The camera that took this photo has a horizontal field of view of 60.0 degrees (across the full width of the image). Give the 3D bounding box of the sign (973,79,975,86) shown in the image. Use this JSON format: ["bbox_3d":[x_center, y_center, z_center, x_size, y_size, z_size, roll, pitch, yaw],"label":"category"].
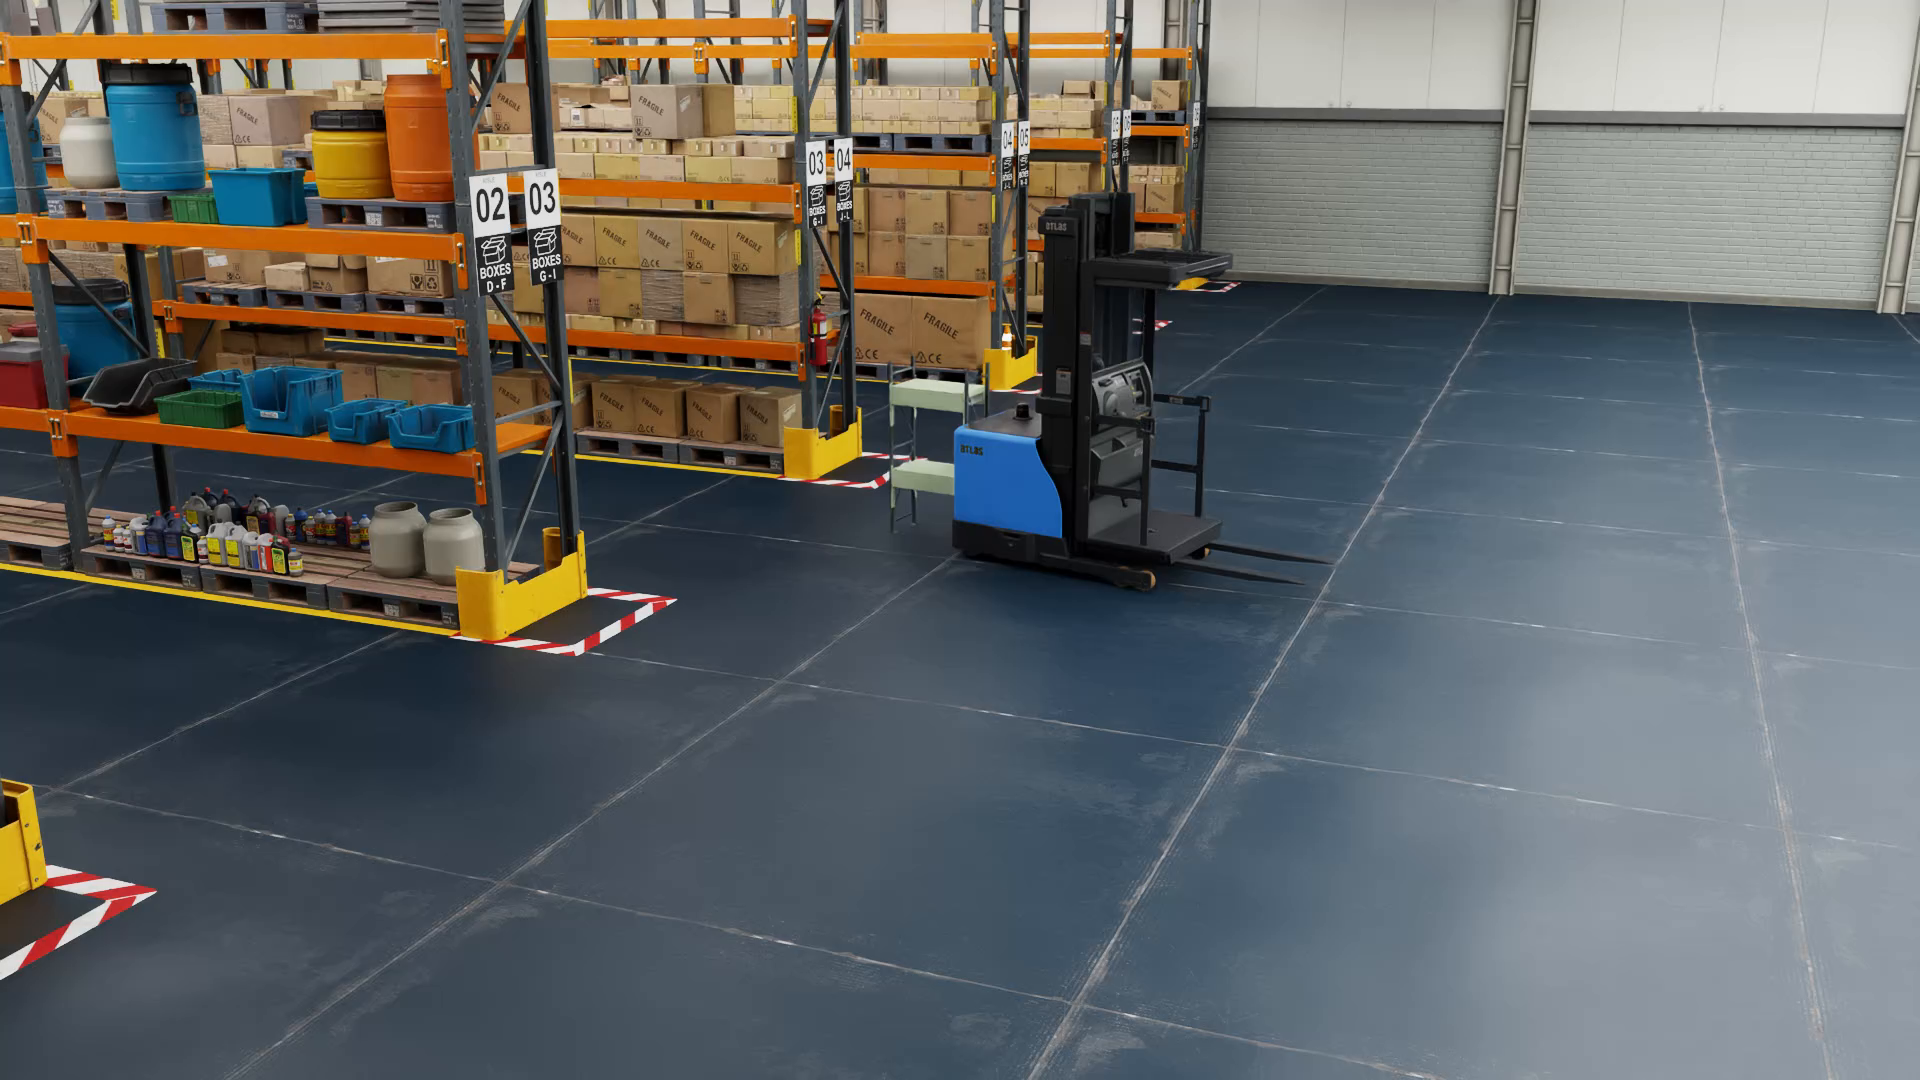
[{"bbox_3d":[0.246,-8.147,29.984,0.005,0.325,0.100,6,17,21],"label":"sign"}]

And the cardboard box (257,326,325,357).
[{"bbox_3d":[-7.608,-2.258,18.922,0.500,0.250,0.500,8,18,27],"label":"cardboard box"}]

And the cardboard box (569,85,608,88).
[{"bbox_3d":[-6.094,-7.312,27.668,0.500,0.500,0.700,5,17,18],"label":"cardboard box"}]

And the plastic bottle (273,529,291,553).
[{"bbox_3d":[-5.170,0.062,12.664,0.133,0.283,0.061,6,17,21],"label":"plastic bottle"}]

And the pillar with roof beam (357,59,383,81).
[{"bbox_3d":[-14.484,-9.950,32.308,0.400,9.000,9.100,6,17,21],"label":"pillar with roof beam"}]

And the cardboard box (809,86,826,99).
[{"bbox_3d":[-1.706,-5.564,20.667,0.250,0.149,0.380,6,17,21],"label":"cardboard box"}]

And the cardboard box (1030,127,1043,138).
[{"bbox_3d":[1.215,-6.132,24.985,0.250,0.149,0.380,6,17,21],"label":"cardboard box"}]

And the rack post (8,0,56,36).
[{"bbox_3d":[-8.699,-4.462,13.045,3.121,1.000,1.013,6,17,21],"label":"rack post"}]

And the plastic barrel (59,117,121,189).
[{"bbox_3d":[-6.507,-2.907,12.473,0.421,0.512,0.421,0,16,0],"label":"plastic barrel"}]

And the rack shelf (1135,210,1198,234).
[{"bbox_3d":[2.296,-5.899,30.402,4.000,0.370,1.077,6,17,21],"label":"rack shelf"}]

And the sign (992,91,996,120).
[{"bbox_3d":[0.405,-5.146,19.693,0.005,0.325,0.100,6,17,21],"label":"sign"}]

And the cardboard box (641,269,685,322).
[{"bbox_3d":[-2.757,-2.518,16.754,0.500,0.500,0.875,6,17,21],"label":"cardboard box"}]

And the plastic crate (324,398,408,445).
[{"bbox_3d":[-4.292,-0.867,12.047,0.408,0.251,0.499,6,17,21],"label":"plastic crate"}]

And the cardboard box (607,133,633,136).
[{"bbox_3d":[-3.382,-4.059,16.948,0.250,0.149,0.380,7,18,23],"label":"cardboard box"}]

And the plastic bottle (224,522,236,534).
[{"bbox_3d":[-5.635,0.003,12.880,0.135,0.276,0.152,6,17,21],"label":"plastic bottle"}]

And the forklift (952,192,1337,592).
[{"bbox_3d":[1.454,-1.177,12.970,3.031,2.935,1.130,10,19,31],"label":"forklift"}]

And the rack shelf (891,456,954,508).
[{"bbox_3d":[-0.176,-0.456,14.224,0.720,0.370,0.431,9,18,28],"label":"rack shelf"}]

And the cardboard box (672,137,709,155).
[{"bbox_3d":[-2.590,-3.823,16.135,0.250,0.149,0.380,6,17,21],"label":"cardboard box"}]

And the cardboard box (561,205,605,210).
[{"bbox_3d":[-4.033,-3.236,17.435,0.500,0.500,0.500,6,17,21],"label":"cardboard box"}]

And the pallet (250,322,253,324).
[{"bbox_3d":[-11.184,-3.405,25.525,1.213,0.211,1.003,6,17,21],"label":"pallet"}]

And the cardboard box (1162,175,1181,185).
[{"bbox_3d":[3.731,-6.362,29.364,0.250,0.149,0.380,7,17,21],"label":"cardboard box"}]

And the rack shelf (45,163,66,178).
[{"bbox_3d":[-10.600,-4.299,19.513,4.000,0.370,1.077,6,17,21],"label":"rack shelf"}]

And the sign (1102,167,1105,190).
[{"bbox_3d":[2.117,-5.318,24.467,0.005,0.325,0.100,6,17,21],"label":"sign"}]

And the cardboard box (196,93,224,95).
[{"bbox_3d":[-10.938,-6.446,24.275,0.250,0.149,0.380,5,17,18],"label":"cardboard box"}]

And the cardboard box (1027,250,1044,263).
[{"bbox_3d":[1.132,-4.339,25.409,0.250,0.149,0.380,7,18,22],"label":"cardboard box"}]

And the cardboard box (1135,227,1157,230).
[{"bbox_3d":[3.313,-5.549,30.293,0.500,0.250,0.500,6,17,21],"label":"cardboard box"}]

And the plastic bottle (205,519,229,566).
[{"bbox_3d":[-5.666,0.008,12.729,0.185,0.351,0.144,6,17,20],"label":"plastic bottle"}]

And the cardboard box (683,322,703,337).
[{"bbox_3d":[-2.566,-2.140,16.616,0.250,0.149,0.380,6,17,21],"label":"cardboard box"}]

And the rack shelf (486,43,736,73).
[{"bbox_3d":[-4.965,-6.415,22.137,4.000,0.370,1.077,6,17,21],"label":"rack shelf"}]

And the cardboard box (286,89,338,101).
[{"bbox_3d":[-9.157,-6.185,23.779,0.637,0.503,0.797,6,17,20],"label":"cardboard box"}]

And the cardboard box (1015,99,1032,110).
[{"bbox_3d":[1.004,-6.536,24.949,0.250,0.149,0.380,6,17,21],"label":"cardboard box"}]

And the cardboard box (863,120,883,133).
[{"bbox_3d":[-0.999,-5.103,20.510,0.250,0.149,0.380,6,17,21],"label":"cardboard box"}]

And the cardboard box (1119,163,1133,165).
[{"bbox_3d":[2.962,-6.740,30.134,0.250,0.149,0.380,7,18,22],"label":"cardboard box"}]

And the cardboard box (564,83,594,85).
[{"bbox_3d":[-7.564,-9.008,33.279,0.500,0.250,0.500,6,17,21],"label":"cardboard box"}]

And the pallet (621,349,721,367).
[{"bbox_3d":[-3.850,-2.587,22.706,1.213,0.211,1.003,6,17,21],"label":"pallet"}]

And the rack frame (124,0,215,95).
[{"bbox_3d":[-8.739,-5.881,18.290,0.127,3.000,1.000,6,17,21],"label":"rack frame"}]

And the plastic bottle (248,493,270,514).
[{"bbox_3d":[-5.652,-0.201,13.449,0.185,0.351,0.144,6,17,20],"label":"plastic bottle"}]

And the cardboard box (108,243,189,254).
[{"bbox_3d":[-9.413,-3.609,19.245,0.637,0.503,0.797,7,18,23],"label":"cardboard box"}]

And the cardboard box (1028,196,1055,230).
[{"bbox_3d":[1.269,-4.979,25.231,0.500,0.500,0.500,6,17,21],"label":"cardboard box"}]

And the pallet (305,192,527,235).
[{"bbox_3d":[-3.848,-2.357,11.870,1.213,0.211,1.003,6,17,21],"label":"pallet"}]

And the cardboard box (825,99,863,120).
[{"bbox_3d":[-1.342,-5.351,20.647,0.500,0.250,0.500,6,17,21],"label":"cardboard box"}]

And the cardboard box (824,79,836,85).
[{"bbox_3d":[-2.195,-8.433,31.350,0.500,0.500,0.700,6,17,20],"label":"cardboard box"}]

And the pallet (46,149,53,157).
[{"bbox_3d":[-11.589,-4.677,19.866,1.217,0.209,0.805,6,17,18],"label":"pallet"}]

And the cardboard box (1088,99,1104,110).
[{"bbox_3d":[2.083,-6.544,24.974,0.250,0.149,0.380,6,17,20],"label":"cardboard box"}]

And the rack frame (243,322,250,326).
[{"bbox_3d":[-10.546,-4.685,24.932,0.127,3.000,1.000,6,17,21],"label":"rack frame"}]

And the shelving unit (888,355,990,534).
[{"bbox_3d":[-0.176,-0.769,14.133,0.755,1.500,0.431,9,18,28],"label":"shelving unit"}]

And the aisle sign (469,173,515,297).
[{"bbox_3d":[-3.156,-2.061,11.230,0.004,0.787,0.394,6,17,21],"label":"aisle sign"}]

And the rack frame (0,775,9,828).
[{"bbox_3d":[-4.935,0.387,7.459,0.127,3.000,1.000,6,17,21],"label":"rack frame"}]

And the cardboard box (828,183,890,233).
[{"bbox_3d":[-1.272,-4.241,21.198,0.500,0.550,0.875,6,17,21],"label":"cardboard box"}]

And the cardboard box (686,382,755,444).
[{"bbox_3d":[-2.441,-1.303,17.013,0.500,0.500,0.500,12,20,35],"label":"cardboard box"}]

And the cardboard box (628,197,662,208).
[{"bbox_3d":[-4.047,-4.496,22.308,0.500,0.500,0.700,6,17,20],"label":"cardboard box"}]

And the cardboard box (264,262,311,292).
[{"bbox_3d":[-7.264,-2.898,18.293,0.500,0.250,0.500,6,17,19],"label":"cardboard box"}]
